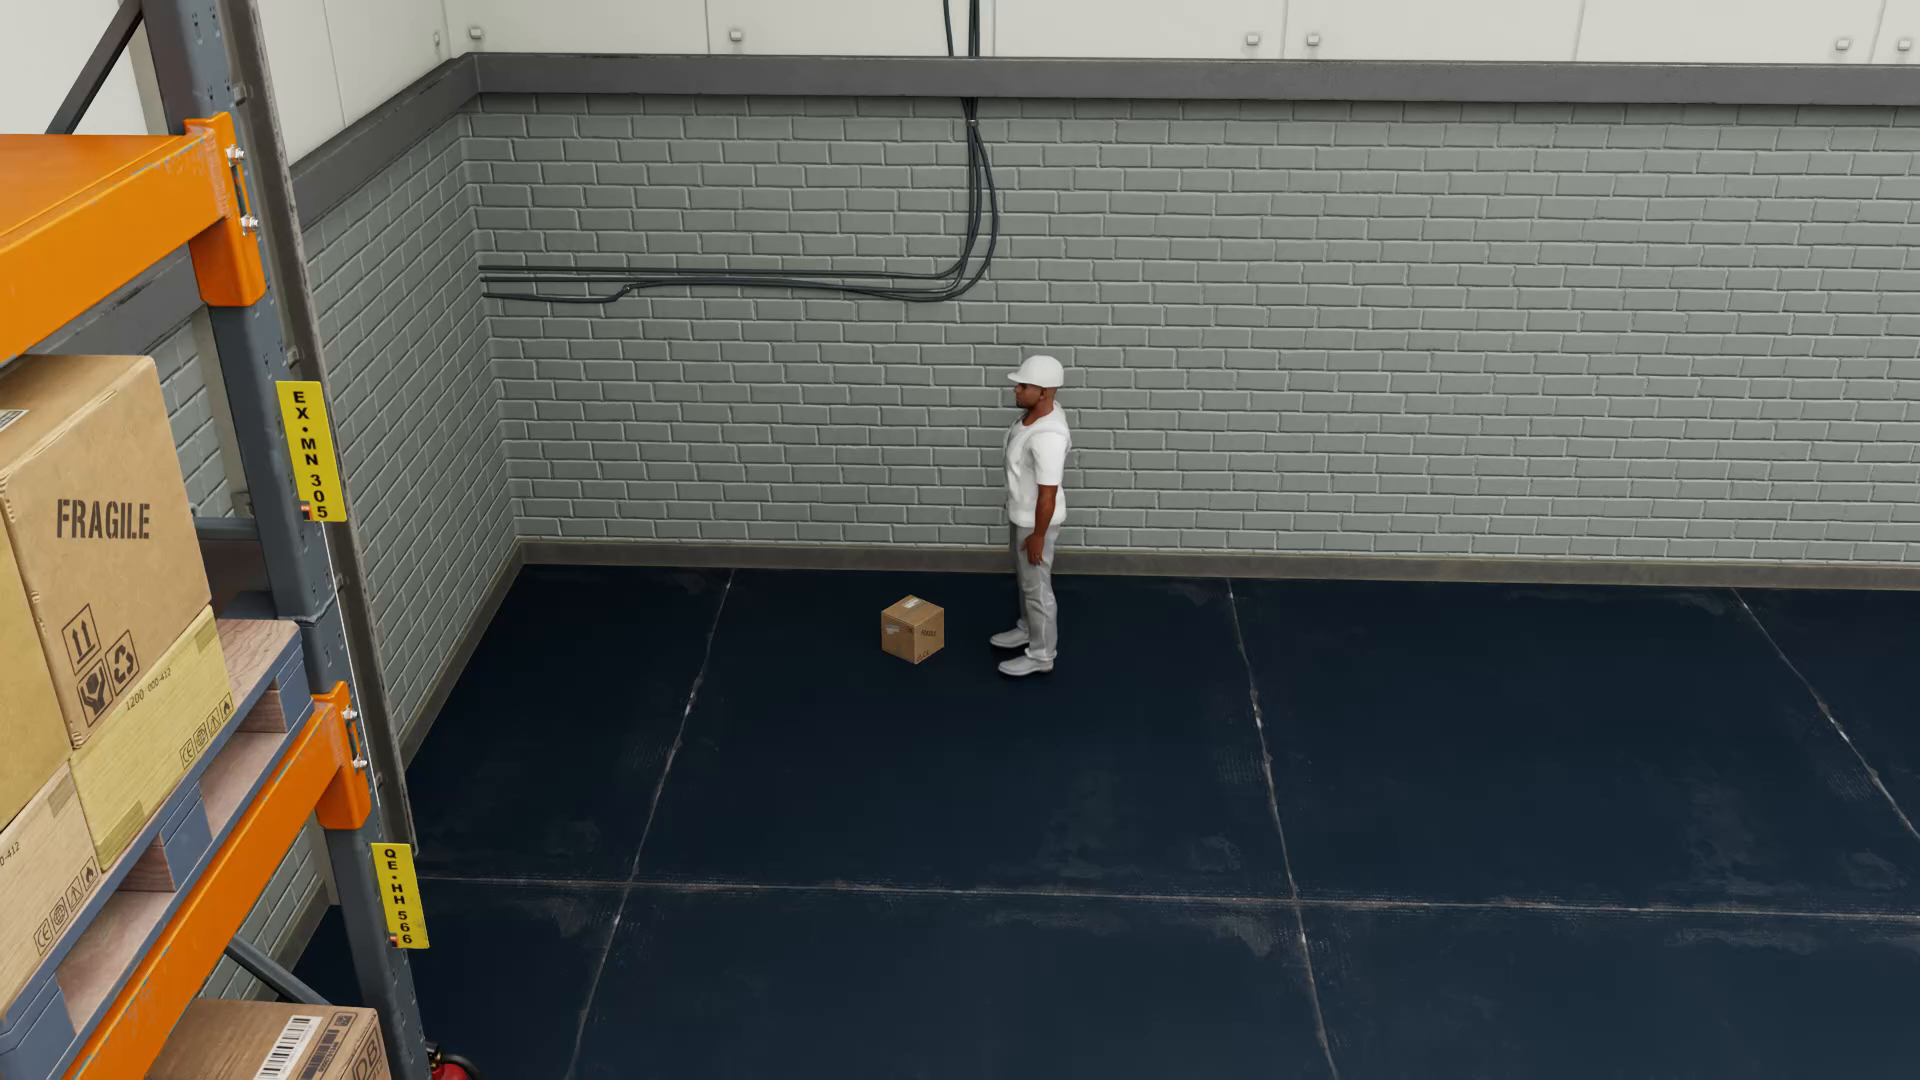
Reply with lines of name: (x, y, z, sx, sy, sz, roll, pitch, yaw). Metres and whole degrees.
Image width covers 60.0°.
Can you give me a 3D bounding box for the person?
person: (0.368, -0.143, 8.812, 0.388, 1.771, 0.597, -1, 28, -3)
